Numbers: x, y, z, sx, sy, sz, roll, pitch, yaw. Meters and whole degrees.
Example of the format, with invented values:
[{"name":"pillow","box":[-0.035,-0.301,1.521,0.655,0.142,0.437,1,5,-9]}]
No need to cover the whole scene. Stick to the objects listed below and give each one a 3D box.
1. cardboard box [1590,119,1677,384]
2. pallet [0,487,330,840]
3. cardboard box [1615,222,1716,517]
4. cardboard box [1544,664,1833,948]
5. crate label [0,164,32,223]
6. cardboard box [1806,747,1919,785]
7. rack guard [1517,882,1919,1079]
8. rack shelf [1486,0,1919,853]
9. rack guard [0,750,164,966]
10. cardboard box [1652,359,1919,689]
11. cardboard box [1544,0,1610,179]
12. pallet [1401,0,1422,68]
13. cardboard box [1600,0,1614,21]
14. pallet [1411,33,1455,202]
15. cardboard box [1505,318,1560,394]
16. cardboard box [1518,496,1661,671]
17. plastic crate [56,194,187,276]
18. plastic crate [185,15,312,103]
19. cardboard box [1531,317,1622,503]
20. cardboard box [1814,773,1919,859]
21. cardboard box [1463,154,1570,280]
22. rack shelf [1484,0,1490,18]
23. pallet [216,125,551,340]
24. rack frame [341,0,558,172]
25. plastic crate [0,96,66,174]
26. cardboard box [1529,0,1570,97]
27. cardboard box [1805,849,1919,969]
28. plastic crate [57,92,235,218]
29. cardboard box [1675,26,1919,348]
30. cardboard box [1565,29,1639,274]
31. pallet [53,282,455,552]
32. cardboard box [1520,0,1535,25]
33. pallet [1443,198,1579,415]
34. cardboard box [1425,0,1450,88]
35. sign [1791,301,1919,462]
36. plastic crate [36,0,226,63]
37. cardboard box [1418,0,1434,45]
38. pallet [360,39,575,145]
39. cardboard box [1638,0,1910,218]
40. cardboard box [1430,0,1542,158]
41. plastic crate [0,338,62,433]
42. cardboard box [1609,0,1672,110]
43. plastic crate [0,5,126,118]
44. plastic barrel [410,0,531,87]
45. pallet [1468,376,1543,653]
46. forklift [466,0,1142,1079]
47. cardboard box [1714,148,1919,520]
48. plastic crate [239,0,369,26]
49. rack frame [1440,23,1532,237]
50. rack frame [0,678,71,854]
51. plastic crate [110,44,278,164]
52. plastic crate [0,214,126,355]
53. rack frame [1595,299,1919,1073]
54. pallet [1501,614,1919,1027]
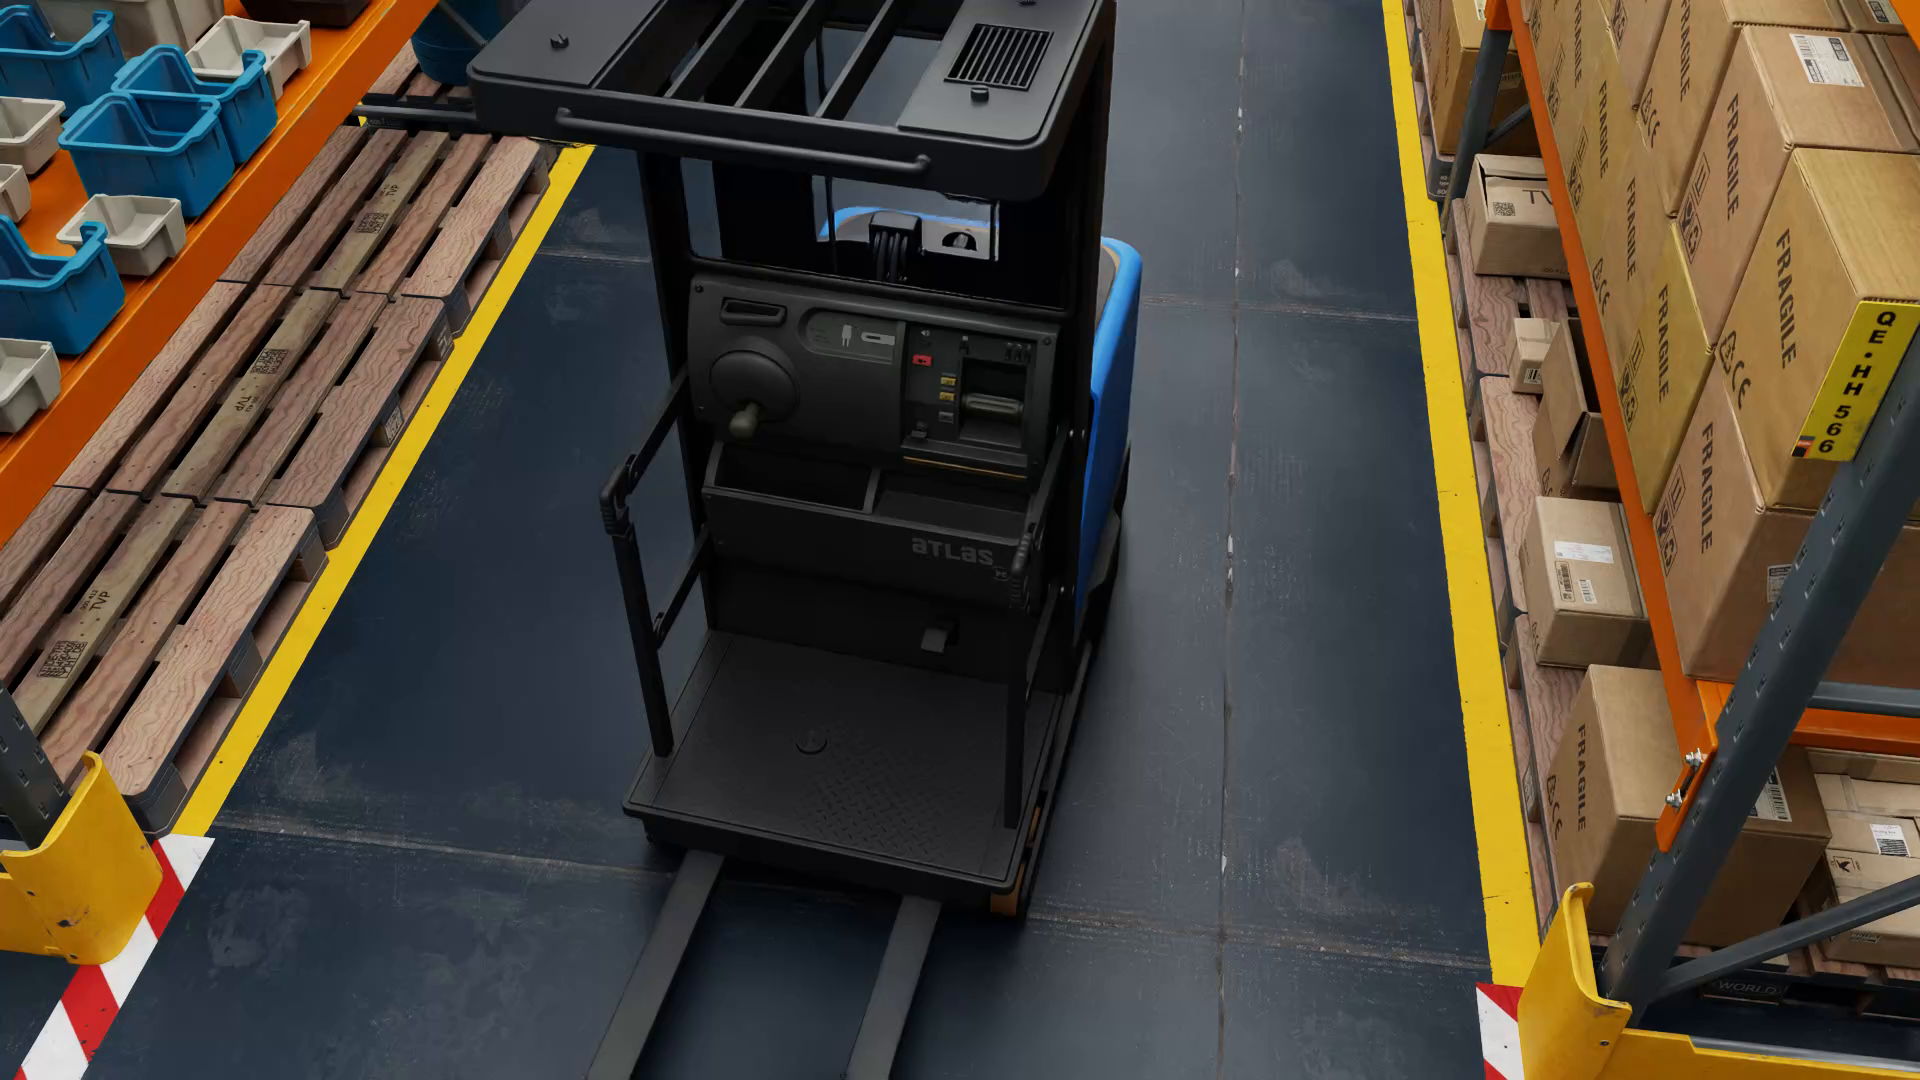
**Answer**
[{"name":"cardboard box","box":[1.964,-0.720,4.256,0.500,0.500,0.500,6,44,6]},{"name":"pallet","box":[-2.723,0.341,5.236,1.003,0.211,1.213,5,44,6]},{"name":"cardboard box","box":[1.893,-0.380,3.897,0.500,0.500,0.500,6,44,6]},{"name":"cardboard box","box":[1.866,0.695,4.332,0.500,0.500,0.500,5,44,6]},{"name":"crate label","box":[-2.877,-0.999,4.772,0.396,0.136,0.243,5,44,6]},{"name":"cardboard box","box":[2.458,0.493,4.727,0.500,0.250,0.500,5,44,6]},{"name":"rack guard","box":[2.049,1.196,4.123,1.175,0.500,0.348,5,44,6]},{"name":"rack shelf","box":[2.303,-0.762,4.896,1.077,0.370,4.000,5,44,6]},{"name":"rack guard","box":[-2.861,0.813,4.528,1.175,0.500,0.348,5,44,6]},{"name":"cardboard box","box":[1.828,-0.026,3.523,0.500,0.500,0.500,6,44,7]},{"name":"cardboard box","box":[2.097,-1.410,4.984,0.500,0.500,0.500,5,44,5]},{"name":"pallet","box":[2.796,-2.765,8.517,1.003,0.211,1.213,5,44,6]},{"name":"cardboard box","box":[2.090,-1.788,4.657,0.500,0.500,0.500,4,44,4]},{"name":"pallet","box":[2.637,-1.931,7.636,1.003,0.211,1.213,5,44,6]},{"name":"cardboard box","box":[2.193,-0.660,6.006,0.380,0.166,0.250,5,44,6]},{"name":"cardboard box","box":[2.022,0.141,5.099,0.500,0.250,0.500,5,44,6]},{"name":"plastic crate","box":[-2.298,-0.850,4.615,0.250,0.136,0.298,5,44,6]},{"name":"plastic crate","box":[-2.274,-1.551,5.354,0.293,0.136,0.466,5,44,6]},{"name":"cardboard box","box":[2.324,-0.358,5.443,0.797,0.503,0.637,5,44,6]},{"name":"cardboard box","box":[2.468,0.785,4.480,0.380,0.166,0.250,5,44,6]},{"name":"cardboard box","box":[2.297,-1.303,6.580,0.500,0.311,0.500,5,44,6]},{"name":"rack shelf","box":[2.832,-3.488,7.775,1.077,0.370,4.000,5,44,6]},{"name":"pallet","box":[-2.401,-1.322,6.992,1.003,0.211,1.213,5,44,6]},{"name":"rack frame","box":[-2.342,-2.839,6.566,1.000,3.000,0.127,5,44,6]},{"name":"plastic crate","box":[-2.857,-1.203,4.987,0.298,0.136,0.250,5,44,6]},{"name":"cardboard box","box":[2.165,-1.750,5.344,0.500,0.500,0.500,6,44,6]},{"name":"cardboard box","box":[2.435,0.961,4.306,0.380,0.149,0.250,5,44,6]},{"name":"plastic crate","box":[-2.338,-1.109,4.818,0.416,0.233,0.300,5,44,6]},{"name":"cardboard box","box":[1.891,-0.732,3.541,0.500,0.500,0.500,6,44,7]},{"name":"cardboard box","box":[2.031,-1.063,4.618,0.500,0.500,0.500,5,44,5]},{"name":"pallet","box":[-2.560,-0.488,6.112,1.003,0.211,1.213,5,44,6]},{"name":"cardboard box","box":[2.230,-2.100,5.713,0.500,0.500,0.500,6,44,7]},{"name":"pallet","box":[2.476,-0.905,6.553,1.003,0.211,1.213,5,44,6]},{"name":"cardboard box","box":[2.422,-2.337,7.534,0.500,0.500,0.500,5,44,6]},{"name":"sign","box":[1.491,-0.259,2.770,0.100,0.325,0.005,5,44,6]},{"name":"plastic crate","box":[-2.727,-1.794,5.505,0.437,0.282,0.530,5,44,6]},{"name":"cardboard box","box":[2.489,-2.678,7.895,0.500,0.500,0.500,6,44,6]},{"name":"pallet","box":[-2.199,-2.348,8.077,1.003,0.211,1.213,5,44,6]},{"name":"cardboard box","box":[1.955,-1.086,3.915,0.500,0.500,0.500,6,44,7]},{"name":"cardboard box","box":[2.348,-2.000,7.179,0.500,0.500,0.500,5,44,5]},{"name":"plastic crate","box":[-2.387,-0.388,4.126,0.250,0.136,0.298,5,44,6]},{"name":"cardboard box","box":[2.023,-1.436,4.285,0.500,0.500,0.500,6,44,7]},{"name":"plastic crate","box":[-2.854,-1.497,5.227,0.416,0.233,0.300,5,44,6]},{"name":"plastic barrel","box":[-2.253,-2.599,7.533,0.600,0.901,0.708,5,44,6]},{"name":"pallet","box":[2.317,-0.072,5.672,1.003,0.211,1.213,5,44,6]},{"name":"forklift","box":[-0.276,-0.314,3.950,1.130,2.935,3.031,10,44,10]},{"name":"cardboard box","box":[1.825,-0.388,3.178,0.500,0.500,0.500,5,44,5]},{"name":"plastic crate","box":[-2.224,-1.973,5.809,0.437,0.125,0.590,5,44,6]},{"name":"rack frame","box":[2.567,-2.386,6.088,1.000,3.000,0.127,5,44,6]},{"name":"rack frame","box":[-2.871,-0.113,3.687,1.000,3.000,0.127,5,44,6]},{"name":"plastic crate","box":[-2.298,-1.314,5.034,0.416,0.233,0.300,5,44,6]},{"name":"plastic crate","box":[-2.425,-0.661,4.344,0.416,0.233,0.300,5,44,6]},{"name":"rack frame","box":[2.039,0.340,3.209,1.000,3.000,0.127,5,44,6]},{"name":"pallet","box":[2.153,0.758,4.797,1.003,0.211,1.213,5,44,6]}]
